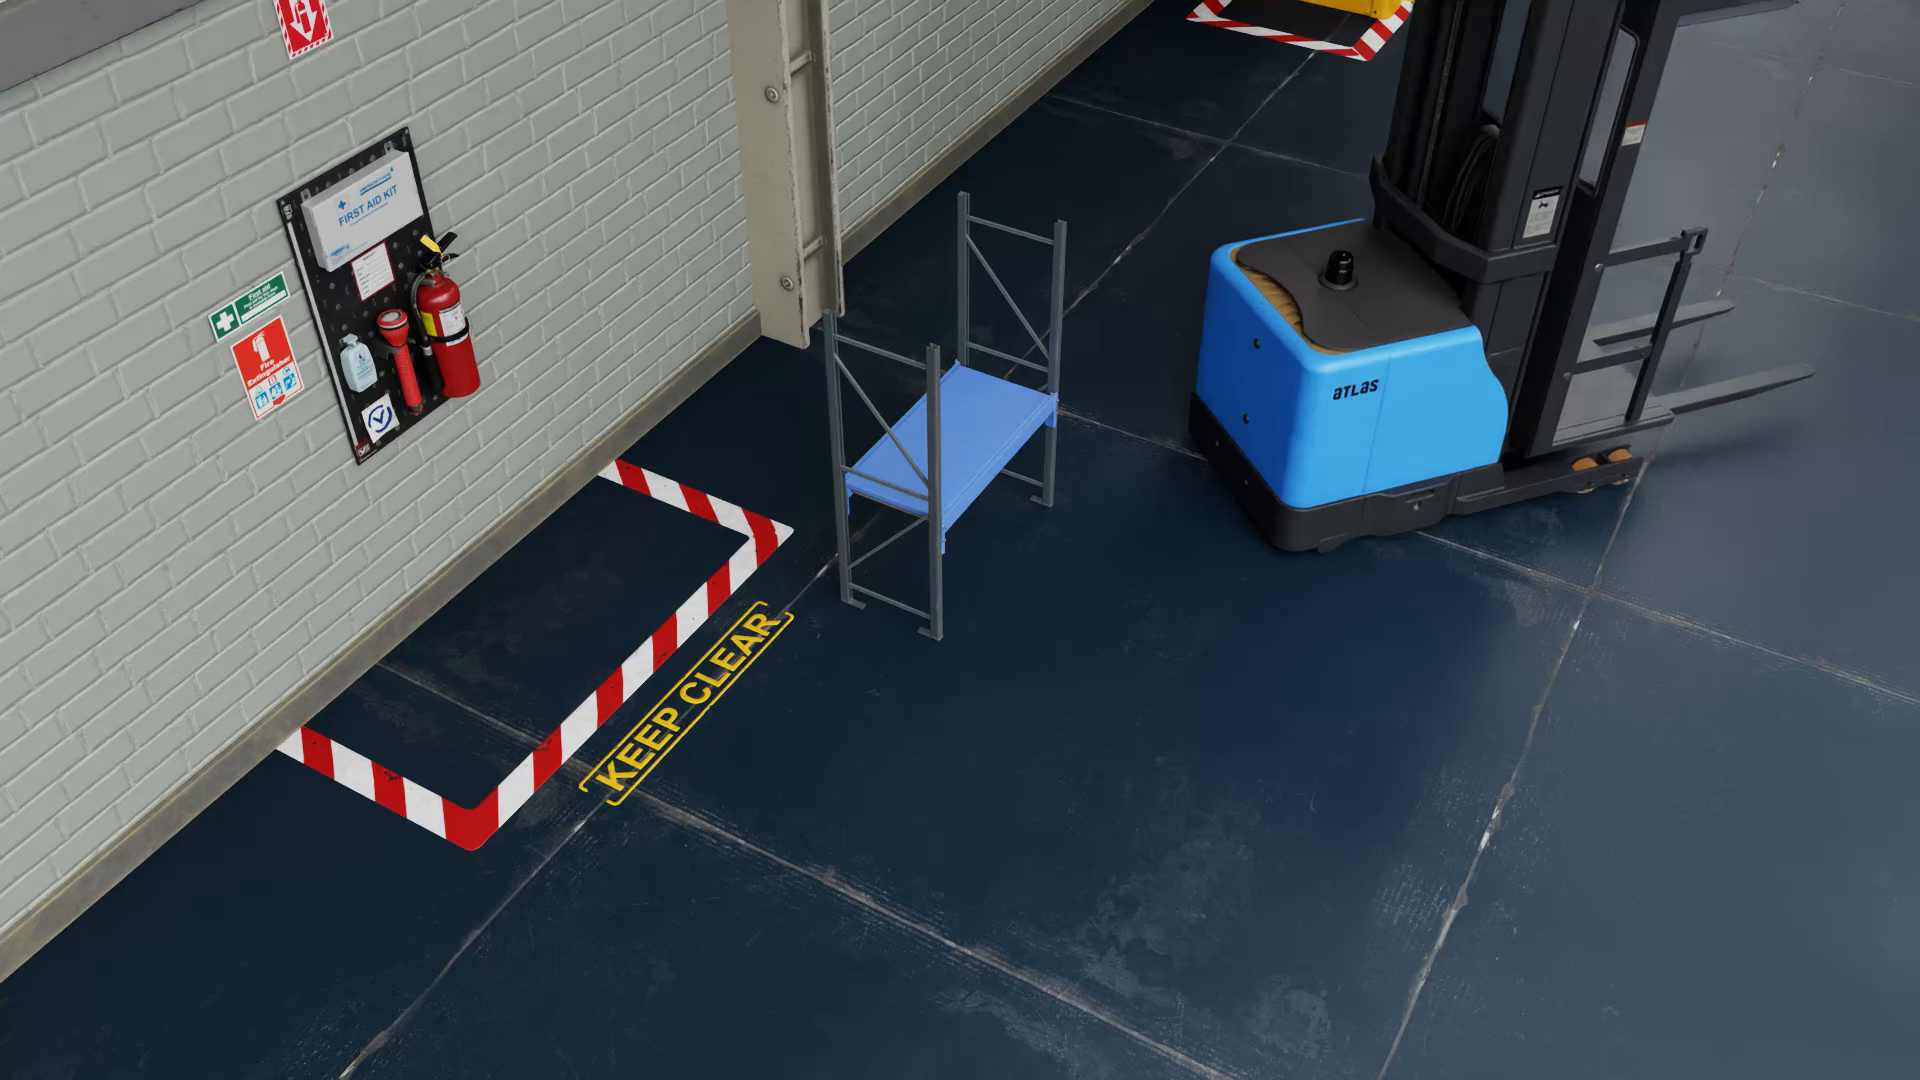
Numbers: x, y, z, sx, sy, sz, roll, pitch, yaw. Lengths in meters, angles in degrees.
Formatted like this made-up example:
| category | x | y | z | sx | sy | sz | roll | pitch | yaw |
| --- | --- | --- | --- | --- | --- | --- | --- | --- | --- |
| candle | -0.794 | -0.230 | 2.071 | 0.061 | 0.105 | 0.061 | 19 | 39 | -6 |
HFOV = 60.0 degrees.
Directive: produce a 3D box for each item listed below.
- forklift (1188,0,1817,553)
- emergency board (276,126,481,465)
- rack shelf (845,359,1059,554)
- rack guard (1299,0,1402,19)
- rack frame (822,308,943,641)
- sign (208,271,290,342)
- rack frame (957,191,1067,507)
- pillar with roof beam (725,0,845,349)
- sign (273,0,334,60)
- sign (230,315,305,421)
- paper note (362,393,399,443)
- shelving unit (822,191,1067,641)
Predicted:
| category | x | y | z | sx | sy | sz | roll | pitch | yaw |
| --- | --- | --- | --- | --- | --- | --- | --- | --- | --- |
| forklift | 2.678 | -1.635 | 7.205 | 3.031 | 2.935 | 1.130 | -13 | 43 | -15 |
| emergency board | -2.117 | -0.886 | 6.302 | 0.194 | 1.169 | 0.643 | 21 | 45 | 22 |
| rack shelf | -0.043 | -0.379 | 7.133 | 0.538 | 0.185 | 1.000 | 21 | 45 | 22 |
| rack guard | 2.592 | -4.139 | 11.888 | 1.175 | 0.500 | 0.348 | 21 | 45 | 22 |
| rack frame | -0.297 | -0.223 | 6.684 | 0.500 | 1.500 | 0.032 | 21 | 45 | 22 |
| sign | -2.473 | -0.816 | 5.794 | 0.001 | 0.109 | 0.331 | 21 | 45 | 22 |
| rack frame | 0.212 | -0.805 | 7.345 | 0.500 | 1.500 | 0.032 | 21 | 45 | 22 |
| pillar with roof beam | 2.880 | -3.115 | 4.294 | 9.100 | 9.000 | 0.400 | 21 | 45 | 22 |
| sign | -2.207 | -1.784 | 5.568 | 0.001 | 0.298 | 0.199 | 21 | 45 | 22 |
| sign | -2.483 | -0.617 | 5.970 | 0.001 | 0.329 | 0.234 | 21 | 45 | 22 |
| paper note | -2.265 | -0.477 | 6.504 | 0.016 | 0.148 | 0.142 | 21 | 45 | 22 |
| shelving unit | -0.043 | -0.514 | 7.014 | 0.538 | 1.500 | 1.048 | 21 | 45 | 22 |
